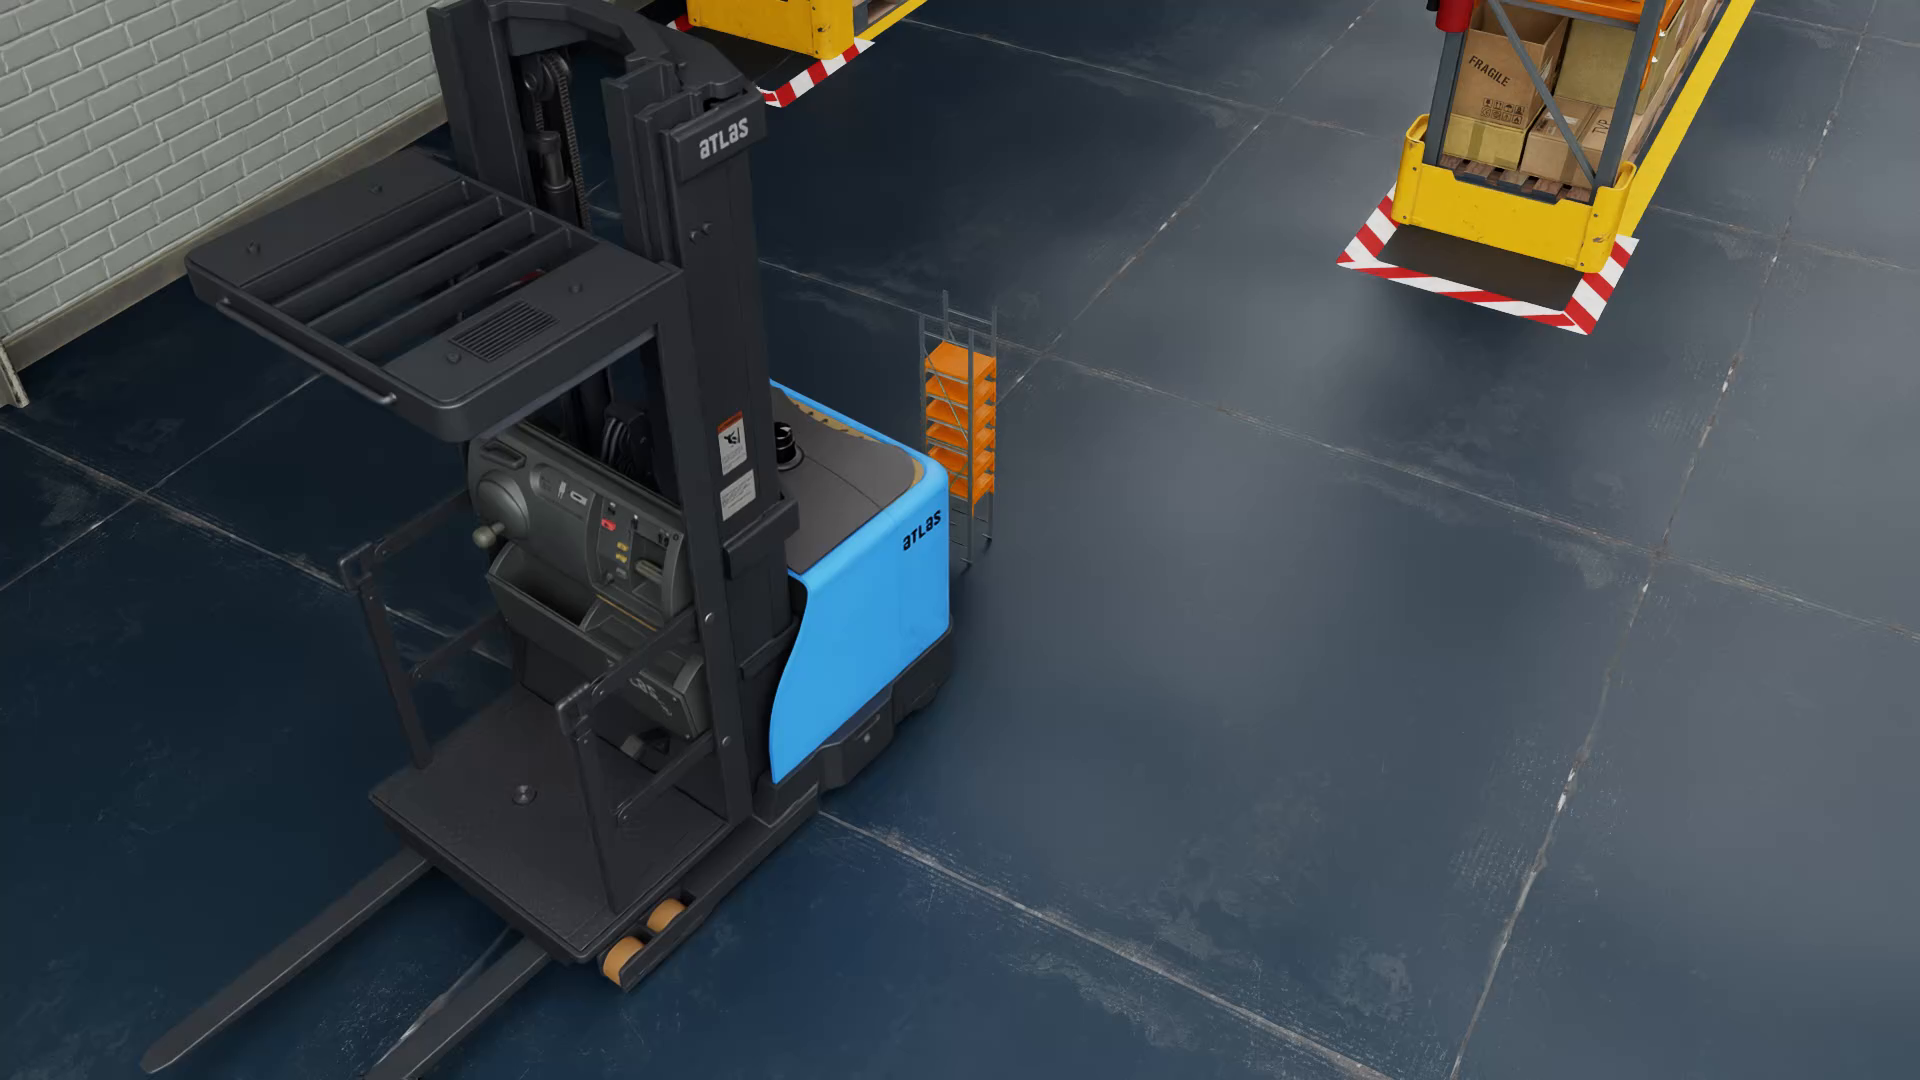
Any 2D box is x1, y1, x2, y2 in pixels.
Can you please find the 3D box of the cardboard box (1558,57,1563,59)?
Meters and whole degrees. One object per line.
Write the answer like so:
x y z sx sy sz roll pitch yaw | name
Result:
3.489 -2.943 10.085 0.500 0.250 0.500 21 45 22 | cardboard box

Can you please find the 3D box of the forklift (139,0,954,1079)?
-1.325 0.017 5.013 1.130 2.935 3.031 27 48 27 | forklift

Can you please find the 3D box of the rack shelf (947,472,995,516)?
-0.007 -0.229 7.032 0.258 0.103 0.180 21 45 22 | rack shelf

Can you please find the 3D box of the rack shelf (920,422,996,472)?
-0.007 -0.409 6.873 0.258 0.103 0.180 21 45 22 | rack shelf

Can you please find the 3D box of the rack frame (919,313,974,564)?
-0.053 -0.390 6.785 0.240 1.200 0.006 21 45 22 | rack frame

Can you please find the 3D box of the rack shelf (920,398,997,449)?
-0.007 -0.499 6.794 0.258 0.103 0.180 21 45 22 | rack shelf

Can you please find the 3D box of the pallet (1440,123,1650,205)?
3.335 -2.241 9.635 1.003 0.211 1.213 21 45 22 | pallet

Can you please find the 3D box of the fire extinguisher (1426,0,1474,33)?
2.527 -2.893 8.324 0.296 0.674 0.183 21 45 22 | fire extinguisher

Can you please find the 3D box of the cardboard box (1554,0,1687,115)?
3.698 -2.763 9.314 0.500 0.500 0.500 21 45 22 | cardboard box

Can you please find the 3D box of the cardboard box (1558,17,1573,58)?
3.487 -3.226 9.839 0.500 0.500 0.500 21 45 22 | cardboard box

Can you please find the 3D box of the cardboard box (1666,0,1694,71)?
3.937 -3.054 9.643 0.500 0.500 0.500 21 45 22 | cardboard box

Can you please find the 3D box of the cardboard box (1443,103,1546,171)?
3.001 -2.366 9.430 0.500 0.250 0.500 21 45 22 | cardboard box

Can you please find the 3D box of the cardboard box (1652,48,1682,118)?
3.947 -2.768 9.887 0.500 0.250 0.500 21 45 22 | cardboard box

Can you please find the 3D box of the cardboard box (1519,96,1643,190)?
3.449 -2.195 9.236 0.500 0.250 0.500 21 45 22 | cardboard box

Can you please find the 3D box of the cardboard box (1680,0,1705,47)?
4.202 -3.334 9.962 0.500 0.500 0.500 21 45 22 | cardboard box

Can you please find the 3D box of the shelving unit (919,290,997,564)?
-0.007 -0.442 6.844 0.258 1.200 0.189 21 45 22 | shelving unit

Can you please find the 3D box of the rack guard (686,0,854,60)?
-1.265 -3.578 10.934 1.175 0.500 0.348 21 45 22 | rack guard

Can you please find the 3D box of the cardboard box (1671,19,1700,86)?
4.201 -3.053 10.210 0.500 0.250 0.500 21 45 22 | cardboard box

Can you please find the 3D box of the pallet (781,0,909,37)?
-0.827 -3.923 11.545 1.003 0.211 1.213 21 45 22 | pallet

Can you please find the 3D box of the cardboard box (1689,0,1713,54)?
4.451 -3.339 10.535 0.500 0.250 0.500 21 45 22 | cardboard box

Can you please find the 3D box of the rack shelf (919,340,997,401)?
-0.007 -0.679 6.635 0.258 0.103 0.180 21 45 22 | rack shelf

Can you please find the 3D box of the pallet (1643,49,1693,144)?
3.946 -2.937 10.425 1.003 0.211 1.213 21 45 22 | pallet

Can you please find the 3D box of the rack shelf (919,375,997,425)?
-0.007 -0.589 6.715 0.258 0.103 0.180 21 45 22 | rack shelf

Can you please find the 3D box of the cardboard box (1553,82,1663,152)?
3.696 -2.483 9.562 0.500 0.250 0.500 21 45 22 | cardboard box

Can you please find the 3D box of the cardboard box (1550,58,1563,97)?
3.240 -2.657 9.760 0.500 0.250 0.500 21 45 22 | cardboard box

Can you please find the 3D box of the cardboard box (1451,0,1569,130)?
2.999 -2.649 9.183 0.500 0.500 0.500 21 45 22 | cardboard box

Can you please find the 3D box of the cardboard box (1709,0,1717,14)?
4.688 -3.630 10.865 0.500 0.250 0.500 21 45 22 | cardboard box

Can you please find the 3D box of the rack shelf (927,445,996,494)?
-0.007 -0.319 6.953 0.258 0.103 0.180 21 45 22 | rack shelf

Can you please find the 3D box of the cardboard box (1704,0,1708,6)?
4.440 -3.625 10.292 0.500 0.500 0.500 21 45 22 | cardboard box

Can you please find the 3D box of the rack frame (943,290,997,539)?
0.039 -0.494 6.904 0.240 1.200 0.006 21 45 22 | rack frame

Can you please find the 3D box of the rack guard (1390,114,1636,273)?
2.976 -1.884 9.012 1.175 0.500 0.348 21 45 22 | rack guard

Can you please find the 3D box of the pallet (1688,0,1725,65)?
4.556 -3.637 11.221 1.003 0.211 1.213 21 45 22 | pallet

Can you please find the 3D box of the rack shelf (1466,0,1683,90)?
3.989 -3.711 9.738 1.077 0.370 4.000 21 45 22 | rack shelf

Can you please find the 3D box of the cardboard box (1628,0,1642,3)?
3.233 -3.137 8.467 0.700 0.500 0.500 21 45 22 | cardboard box

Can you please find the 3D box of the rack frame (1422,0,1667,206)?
2.988 -2.836 8.201 1.000 3.000 0.127 21 45 22 | rack frame
